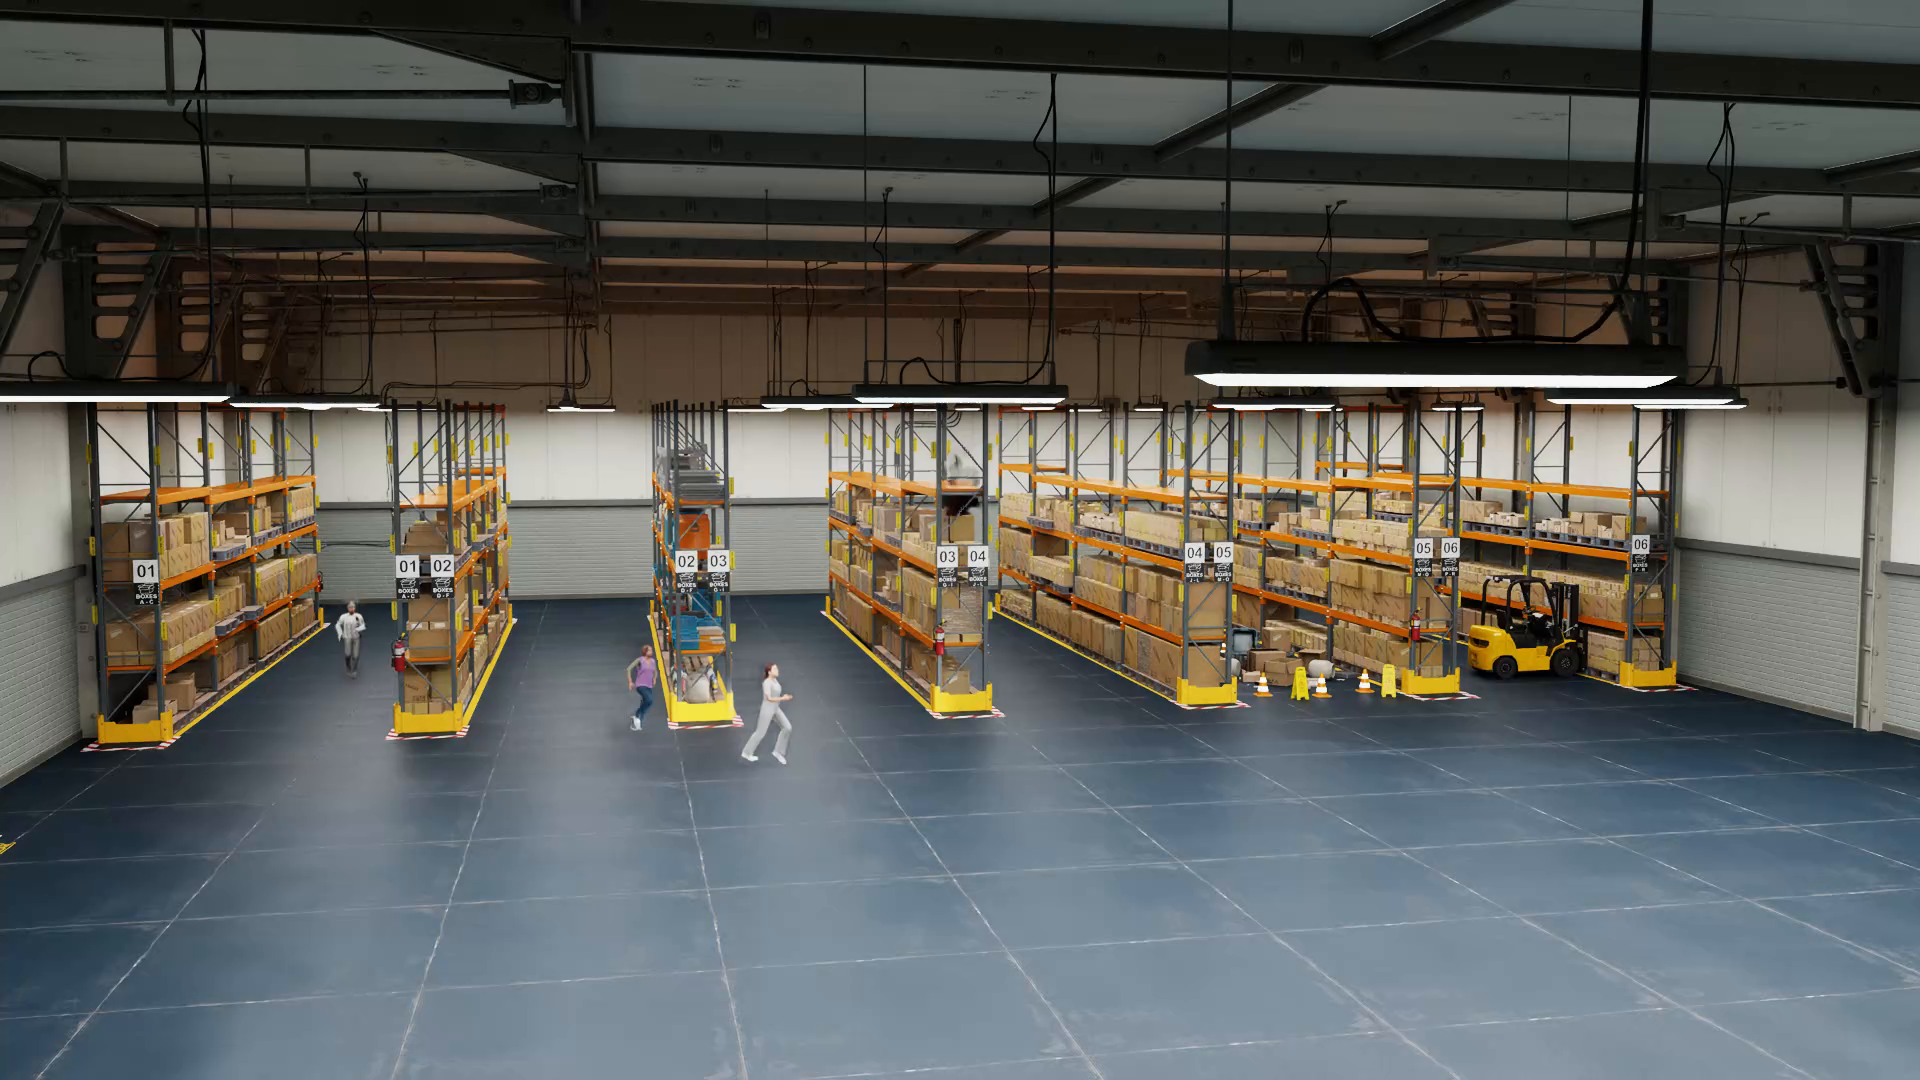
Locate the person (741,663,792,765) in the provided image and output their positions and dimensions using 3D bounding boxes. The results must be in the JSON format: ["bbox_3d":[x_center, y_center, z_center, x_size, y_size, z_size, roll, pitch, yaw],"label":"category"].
[{"bbox_3d":[-3.133,2.840,27.225,0.876,1.697,0.572,1,5,18],"label":"person"}]

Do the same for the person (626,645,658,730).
[{"bbox_3d":[-5.698,2.676,30.157,0.560,1.534,0.548,4,6,41],"label":"person"}]

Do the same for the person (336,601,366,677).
[{"bbox_3d":[-13.224,2.152,36.140,0.586,1.666,0.624,-2,5,-24],"label":"person"}]

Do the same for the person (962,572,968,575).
[{"bbox_3d":[0.209,1.334,46.717,0.661,1.773,0.633,-1,4,-14],"label":"person"}]
